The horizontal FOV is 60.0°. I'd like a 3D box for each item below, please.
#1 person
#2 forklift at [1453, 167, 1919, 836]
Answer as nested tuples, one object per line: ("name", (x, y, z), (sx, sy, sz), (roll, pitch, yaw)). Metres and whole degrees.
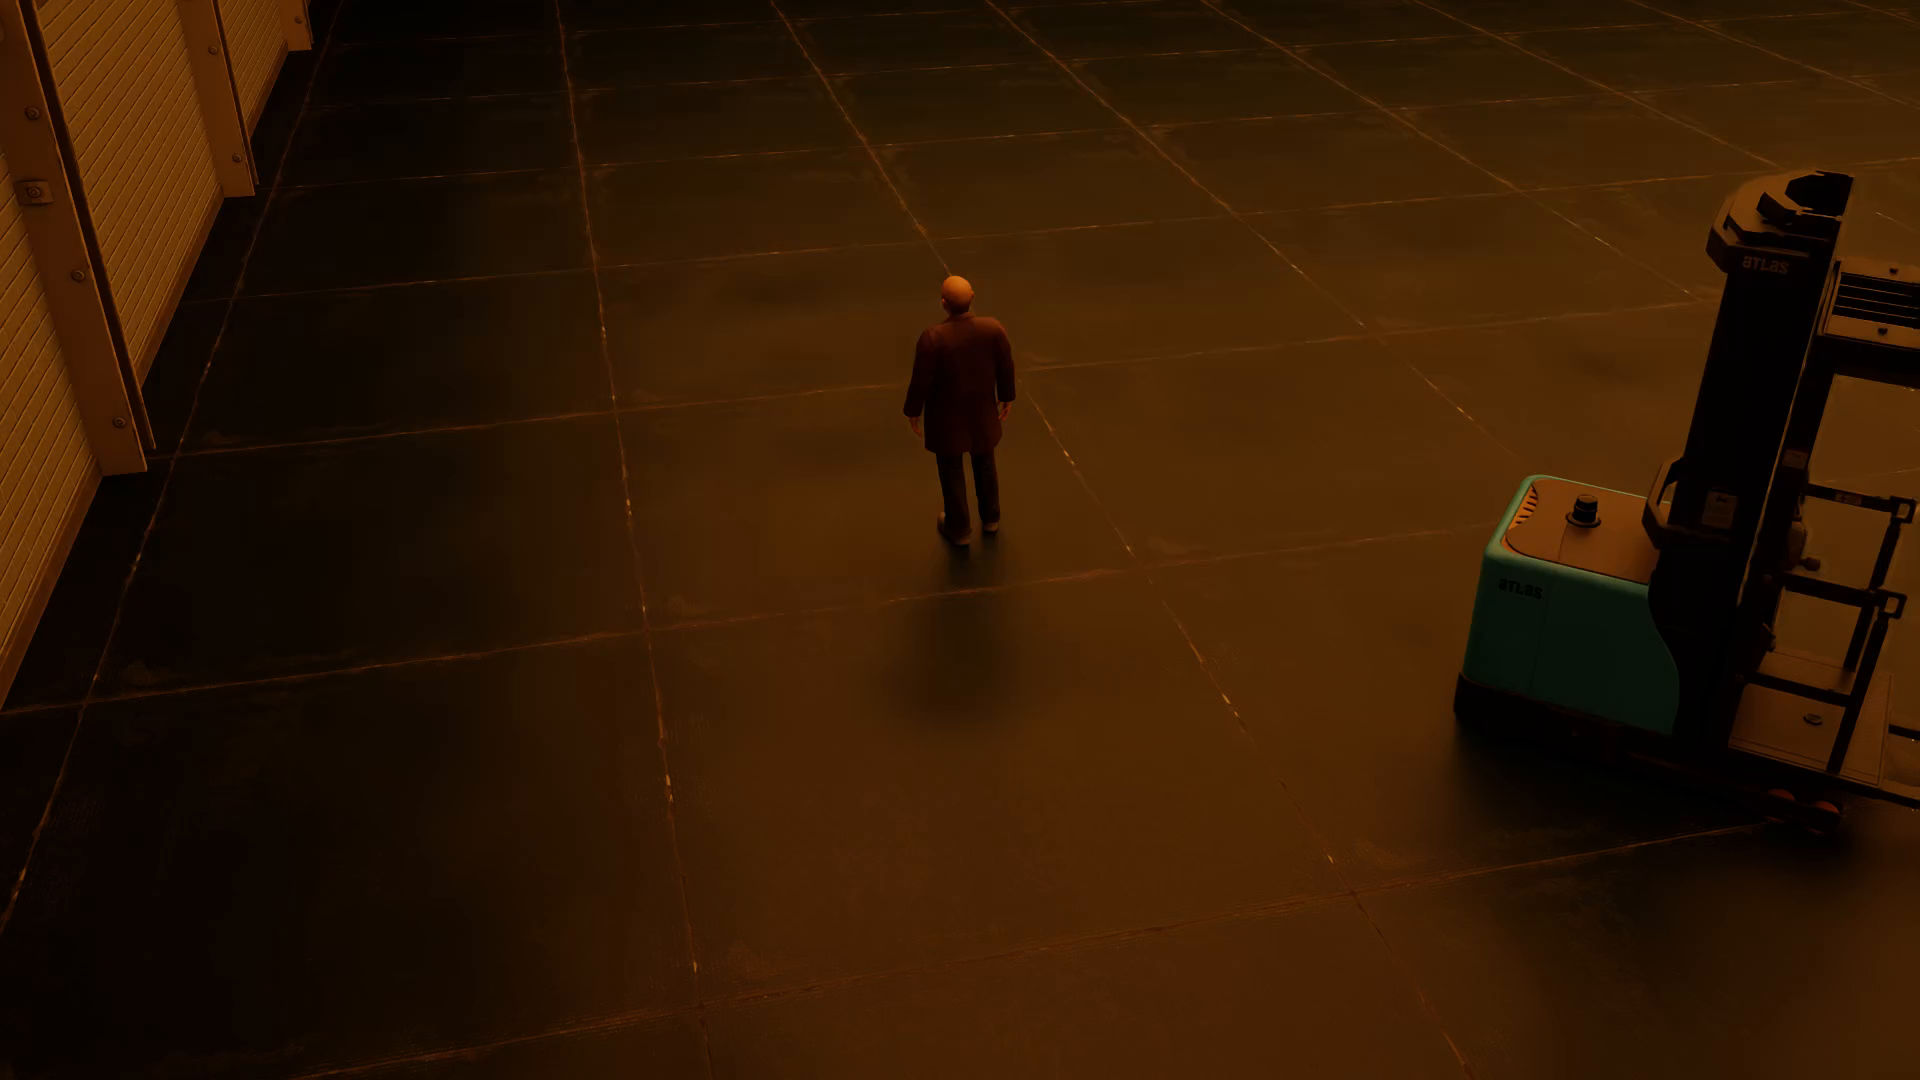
("person", (-0.018, -0.821, 10.129), (0.698, 1.778, 0.579), (-7, 31, -12))
("forklift", (4.152, -0.145, 7.826), (3.031, 2.935, 1.130), (15, 33, 25))
